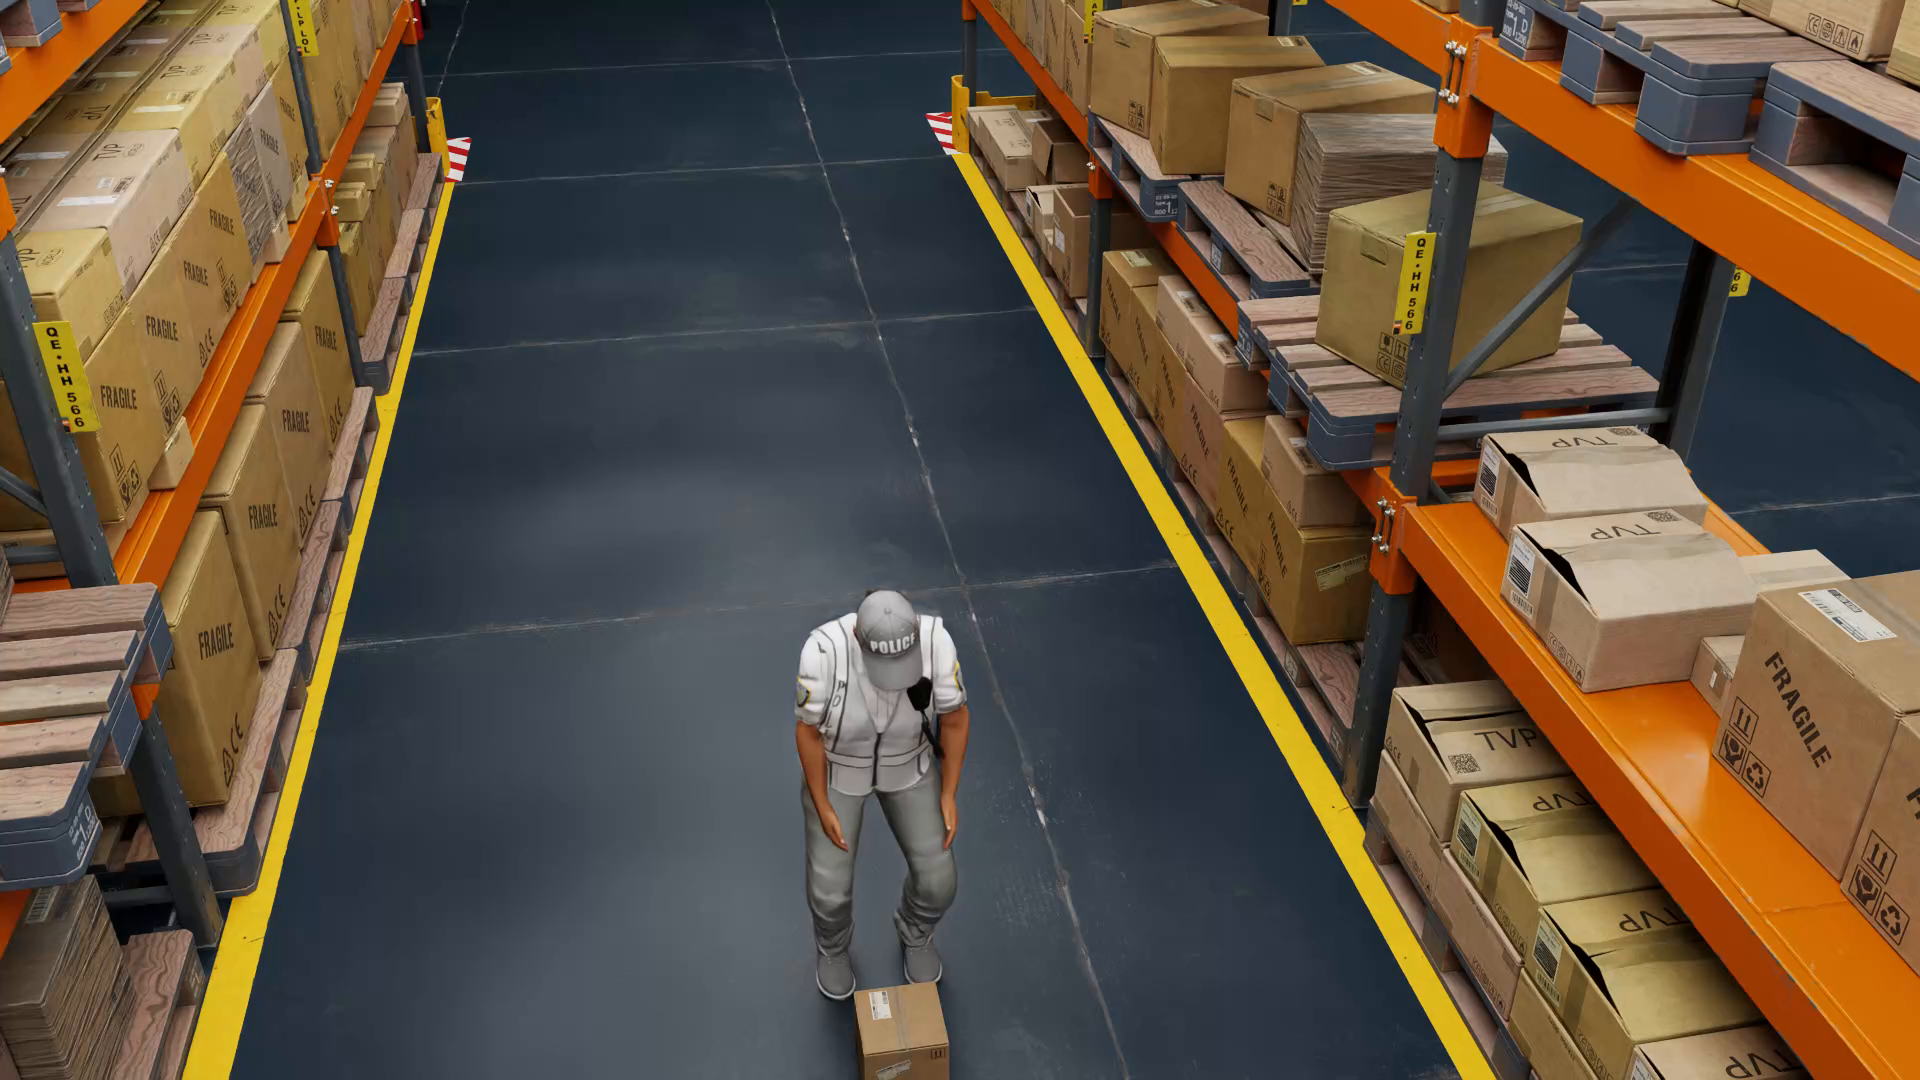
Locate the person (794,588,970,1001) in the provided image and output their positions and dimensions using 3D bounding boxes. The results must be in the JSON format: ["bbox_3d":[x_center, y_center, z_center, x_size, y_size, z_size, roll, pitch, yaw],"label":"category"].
[{"bbox_3d":[-0.230,0.736,5.033,0.519,1.541,0.591,-5,31,-8],"label":"person"}]
